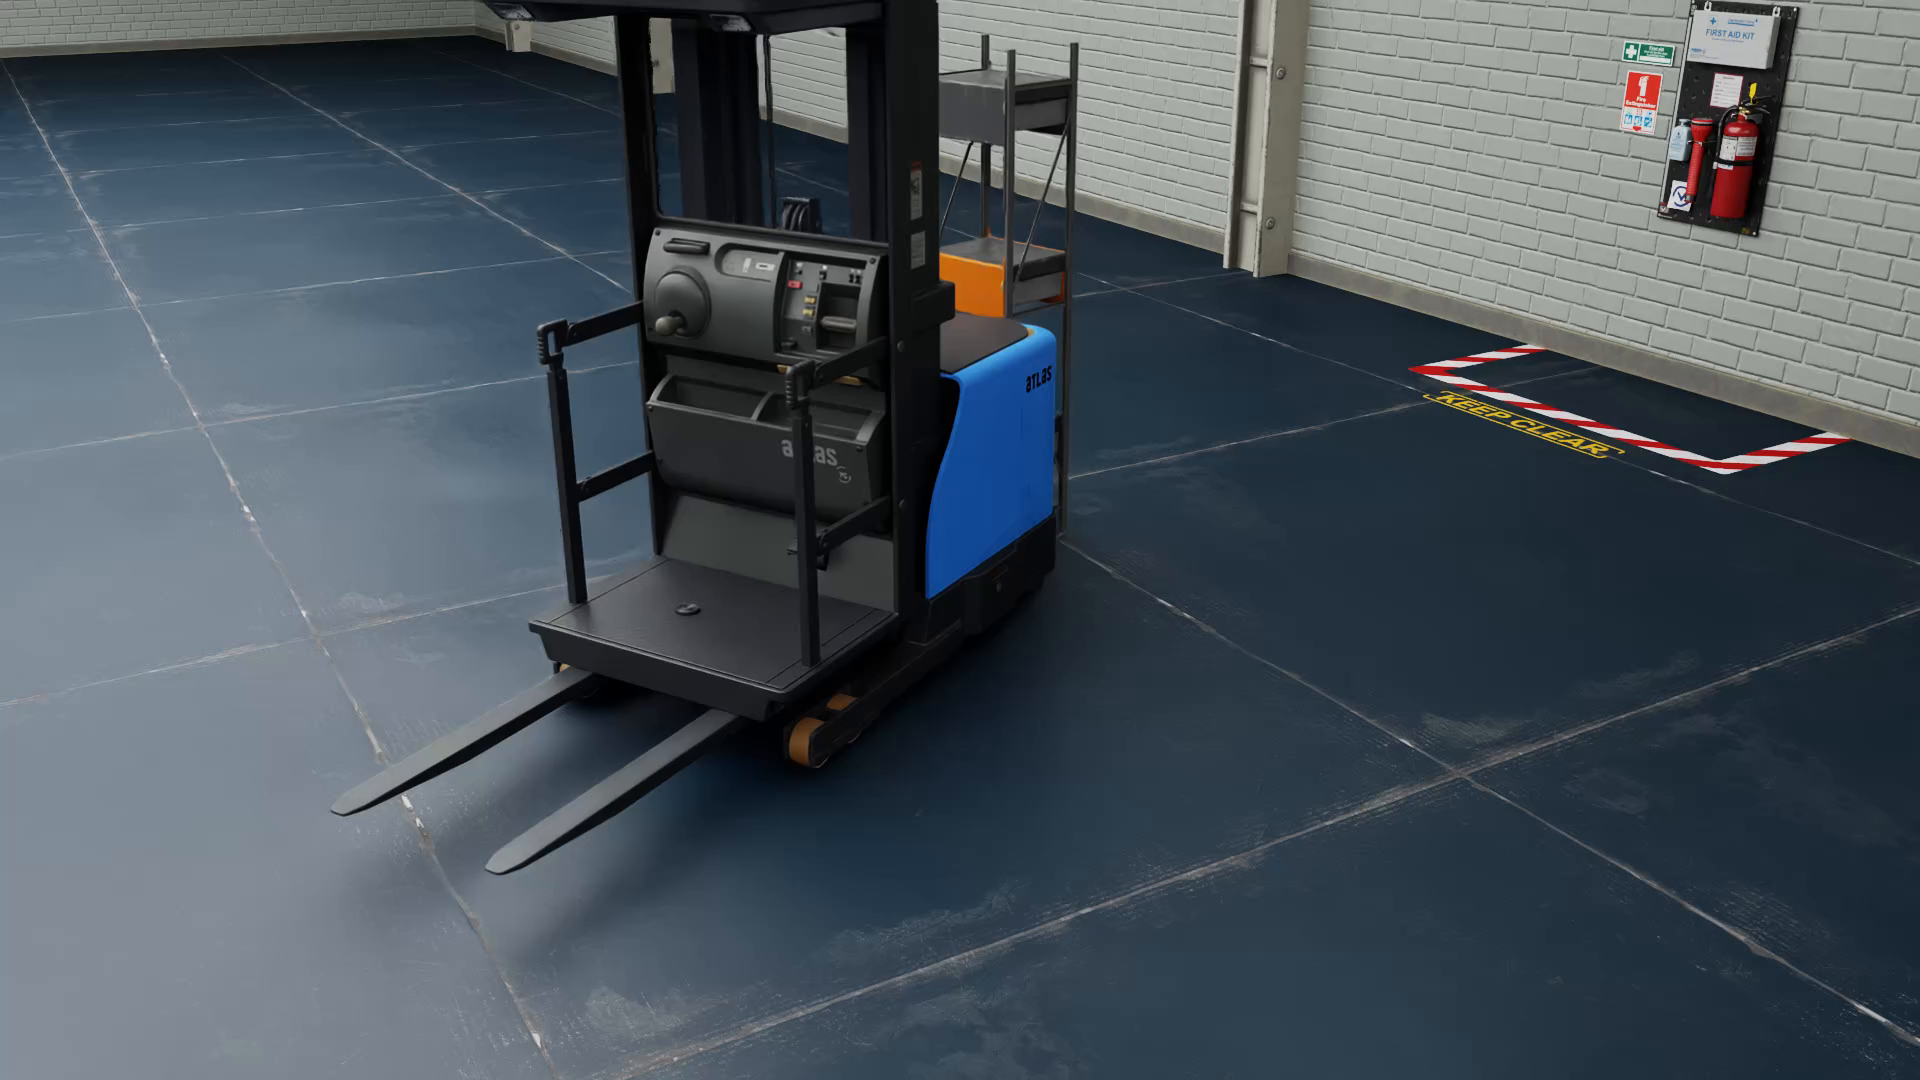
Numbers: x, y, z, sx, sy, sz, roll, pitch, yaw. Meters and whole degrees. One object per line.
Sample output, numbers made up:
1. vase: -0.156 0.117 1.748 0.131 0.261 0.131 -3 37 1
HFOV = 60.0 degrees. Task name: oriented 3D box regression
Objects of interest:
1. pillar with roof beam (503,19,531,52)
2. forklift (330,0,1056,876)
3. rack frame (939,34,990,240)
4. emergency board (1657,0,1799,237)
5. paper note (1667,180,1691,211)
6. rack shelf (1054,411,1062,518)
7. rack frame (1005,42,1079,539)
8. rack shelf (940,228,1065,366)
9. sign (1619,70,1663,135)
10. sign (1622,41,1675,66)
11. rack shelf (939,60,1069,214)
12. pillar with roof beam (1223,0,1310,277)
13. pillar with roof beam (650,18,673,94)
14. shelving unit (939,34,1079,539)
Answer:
1. pillar with roof beam: -10.725 -11.148 22.789 9.100 9.000 0.400 -13 25 -28
2. forklift: -0.778 -0.804 5.397 1.130 2.935 3.031 12 25 27
3. rack frame: -0.023 -1.071 7.159 0.015 2.100 0.400 20 30 41
4. emergency board: 4.006 -2.235 8.828 0.194 1.169 0.643 -13 25 -28
5. paper note: 3.975 -1.898 9.167 0.016 0.148 0.142 -13 25 -28
6. rack shelf: 0.151 -0.346 7.268 0.480 0.518 0.431 20 30 41
7. rack frame: 0.324 -0.942 6.840 0.015 2.100 0.400 20 30 41
8. rack shelf: 0.151 -0.994 7.005 0.480 0.518 0.431 20 30 41
9. sign: 3.812 -2.451 9.310 0.001 0.329 0.234 -13 25 -28
10. sign: 3.807 -2.693 9.202 0.001 0.109 0.331 -13 25 -28
11. rack shelf: 0.150 -1.643 6.741 0.480 0.518 0.431 20 30 41
12. pillar with roof beam: -1.530 -5.322 8.453 9.100 9.000 0.400 -13 25 -28
13. pillar with roof beam: -7.660 -9.206 18.010 9.100 9.000 0.400 -13 25 -28
14. shelving unit: 0.151 -1.007 7.000 0.503 2.100 0.431 20 30 41
